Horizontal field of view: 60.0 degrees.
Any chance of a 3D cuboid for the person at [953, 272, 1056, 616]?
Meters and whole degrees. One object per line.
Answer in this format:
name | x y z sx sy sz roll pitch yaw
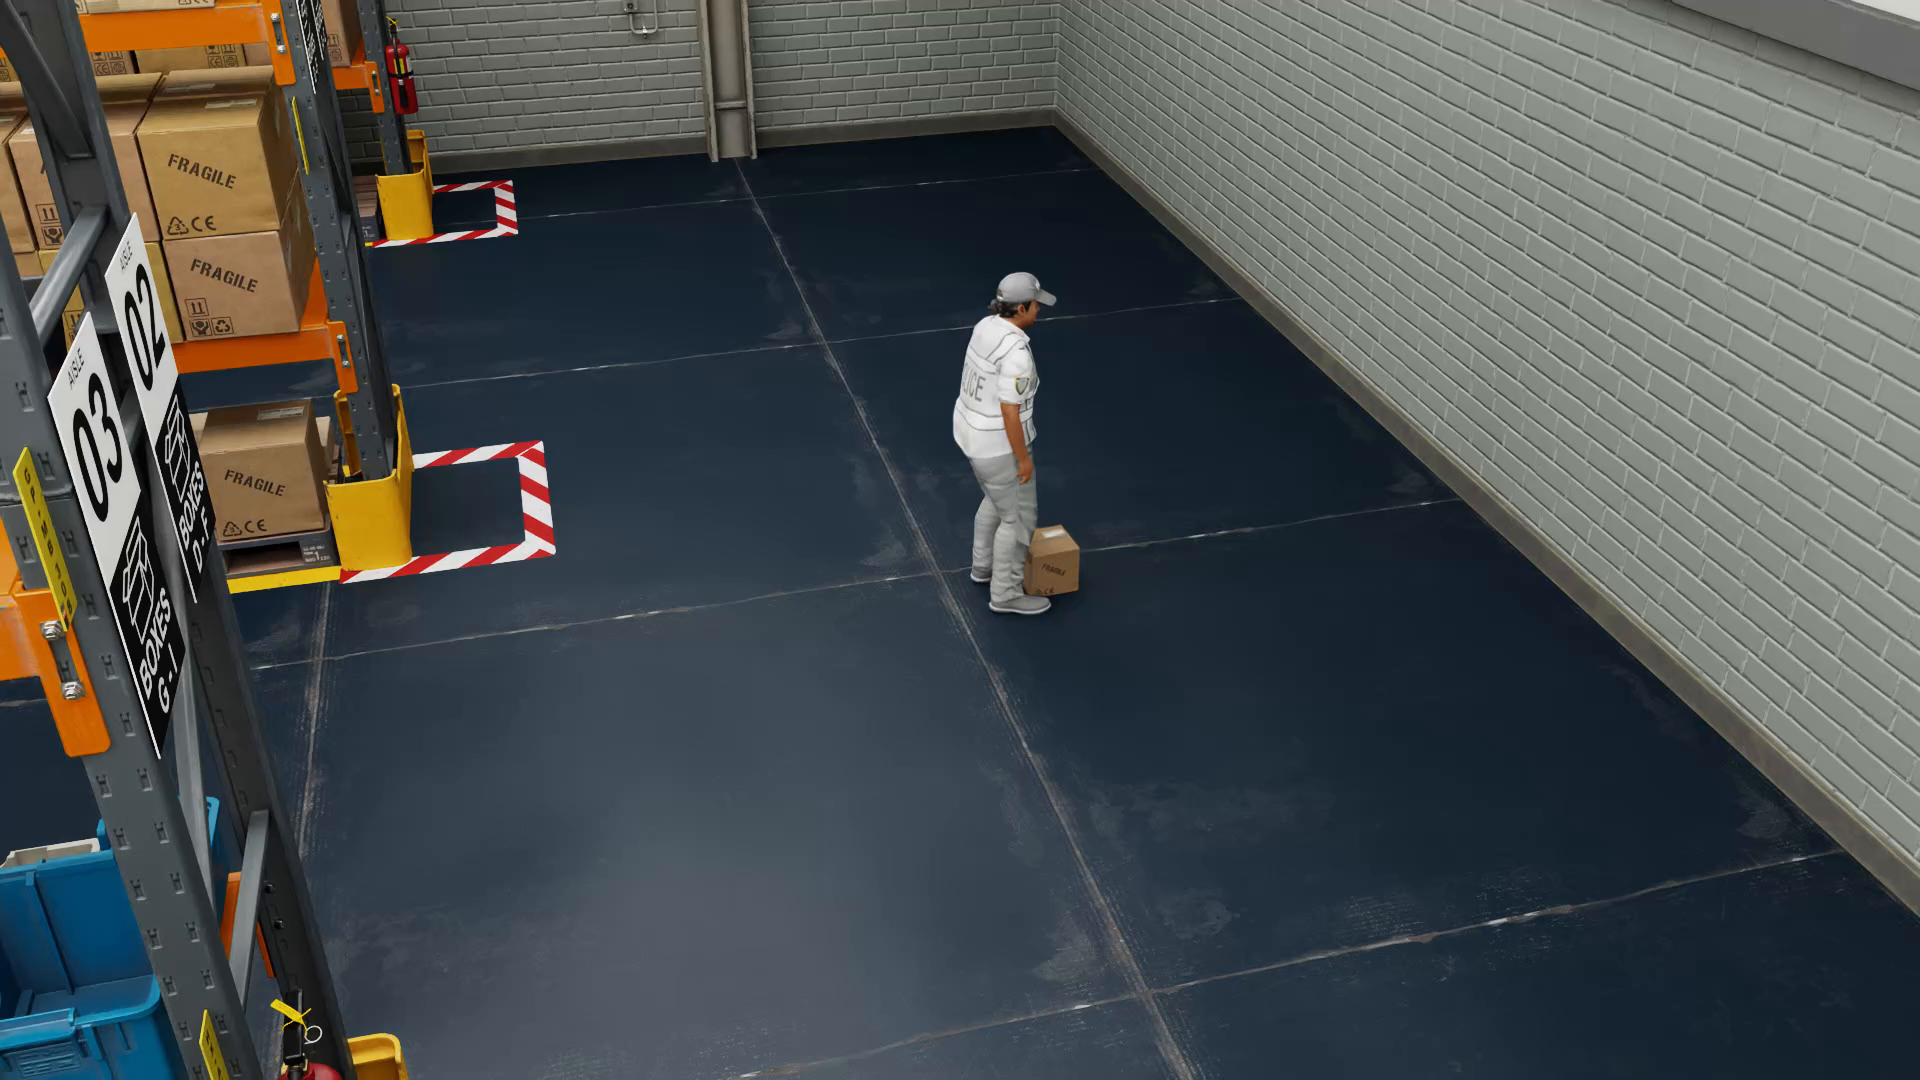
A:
person | 0.226 -0.467 7.921 0.470 1.664 0.547 -9 32 -15
